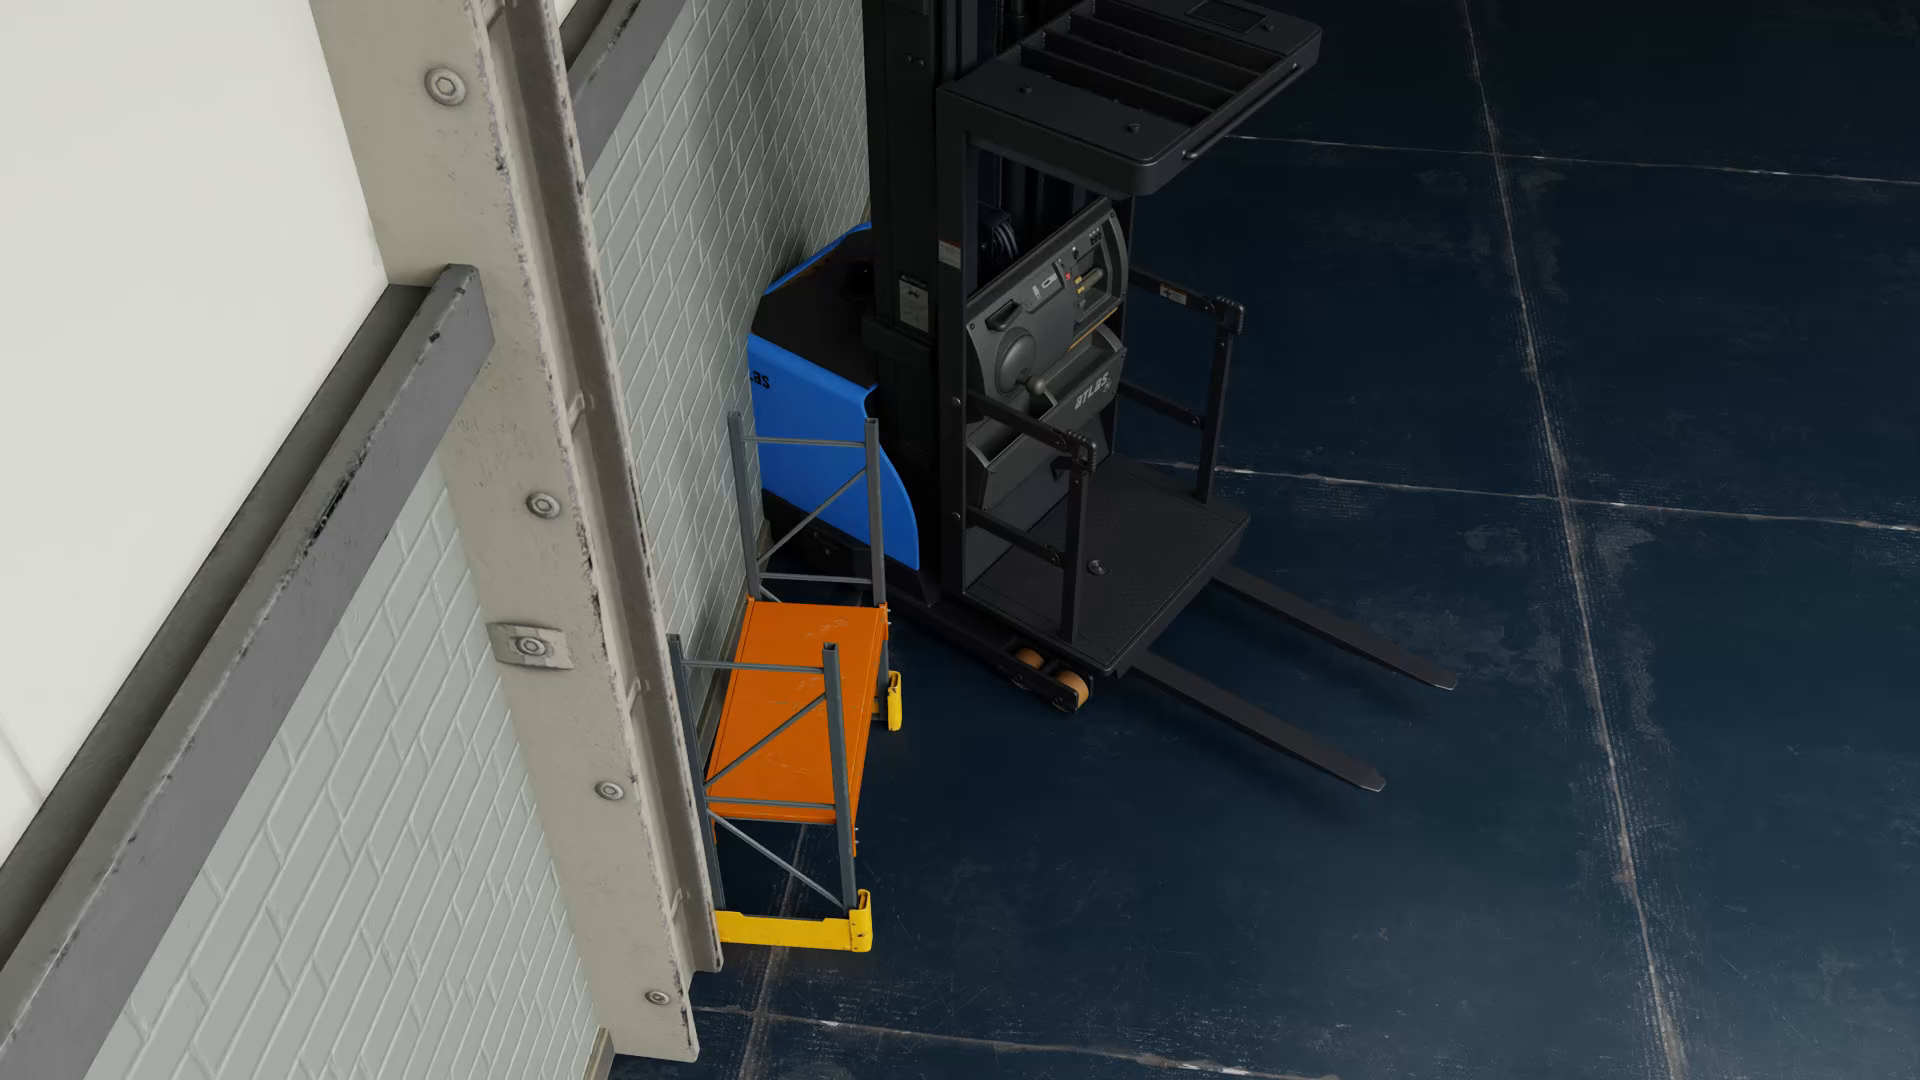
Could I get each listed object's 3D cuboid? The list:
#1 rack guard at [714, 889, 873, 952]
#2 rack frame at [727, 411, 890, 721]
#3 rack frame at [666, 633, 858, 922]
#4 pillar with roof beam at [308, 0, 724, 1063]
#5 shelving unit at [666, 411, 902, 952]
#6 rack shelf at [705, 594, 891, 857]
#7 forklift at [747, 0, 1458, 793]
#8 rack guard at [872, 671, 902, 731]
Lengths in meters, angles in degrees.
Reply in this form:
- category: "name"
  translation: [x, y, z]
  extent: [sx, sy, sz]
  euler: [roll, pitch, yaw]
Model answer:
- category: "rack guard"
  translation: [-0.599, 1.290, 5.706]
  extent: [0.587, 0.250, 0.087]
  euler: [3, 44, 3]
- category: "rack frame"
  translation: [-0.521, 0.140, 6.011]
  extent: [0.500, 1.500, 0.032]
  euler: [3, 44, 3]
- category: "rack frame"
  translation: [-0.599, 0.837, 5.275]
  extent: [0.500, 1.500, 0.032]
  euler: [3, 44, 3]
- category: "pillar with roof beam"
  translation: [3.275, -1.315, 2.094]
  extent: [9.100, 9.000, 0.400]
  euler: [5, 44, 6]
- category: "shelving unit"
  translation: [-0.561, 0.495, 5.637]
  extent: [0.587, 1.500, 1.083]
  euler: [3, 44, 3]
- category: "rack shelf"
  translation: [-0.560, 0.619, 5.767]
  extent: [0.538, 0.185, 1.000]
  euler: [3, 44, 3]
- category: "forklift"
  translation: [0.497, -0.806, 5.970]
  extent: [3.031, 2.935, 1.130]
  euler: [27, 50, 26]
- category: "rack guard"
  translation: [-0.522, 0.607, 6.427]
  extent: [0.587, 0.250, 0.087]
  euler: [3, 44, 3]
